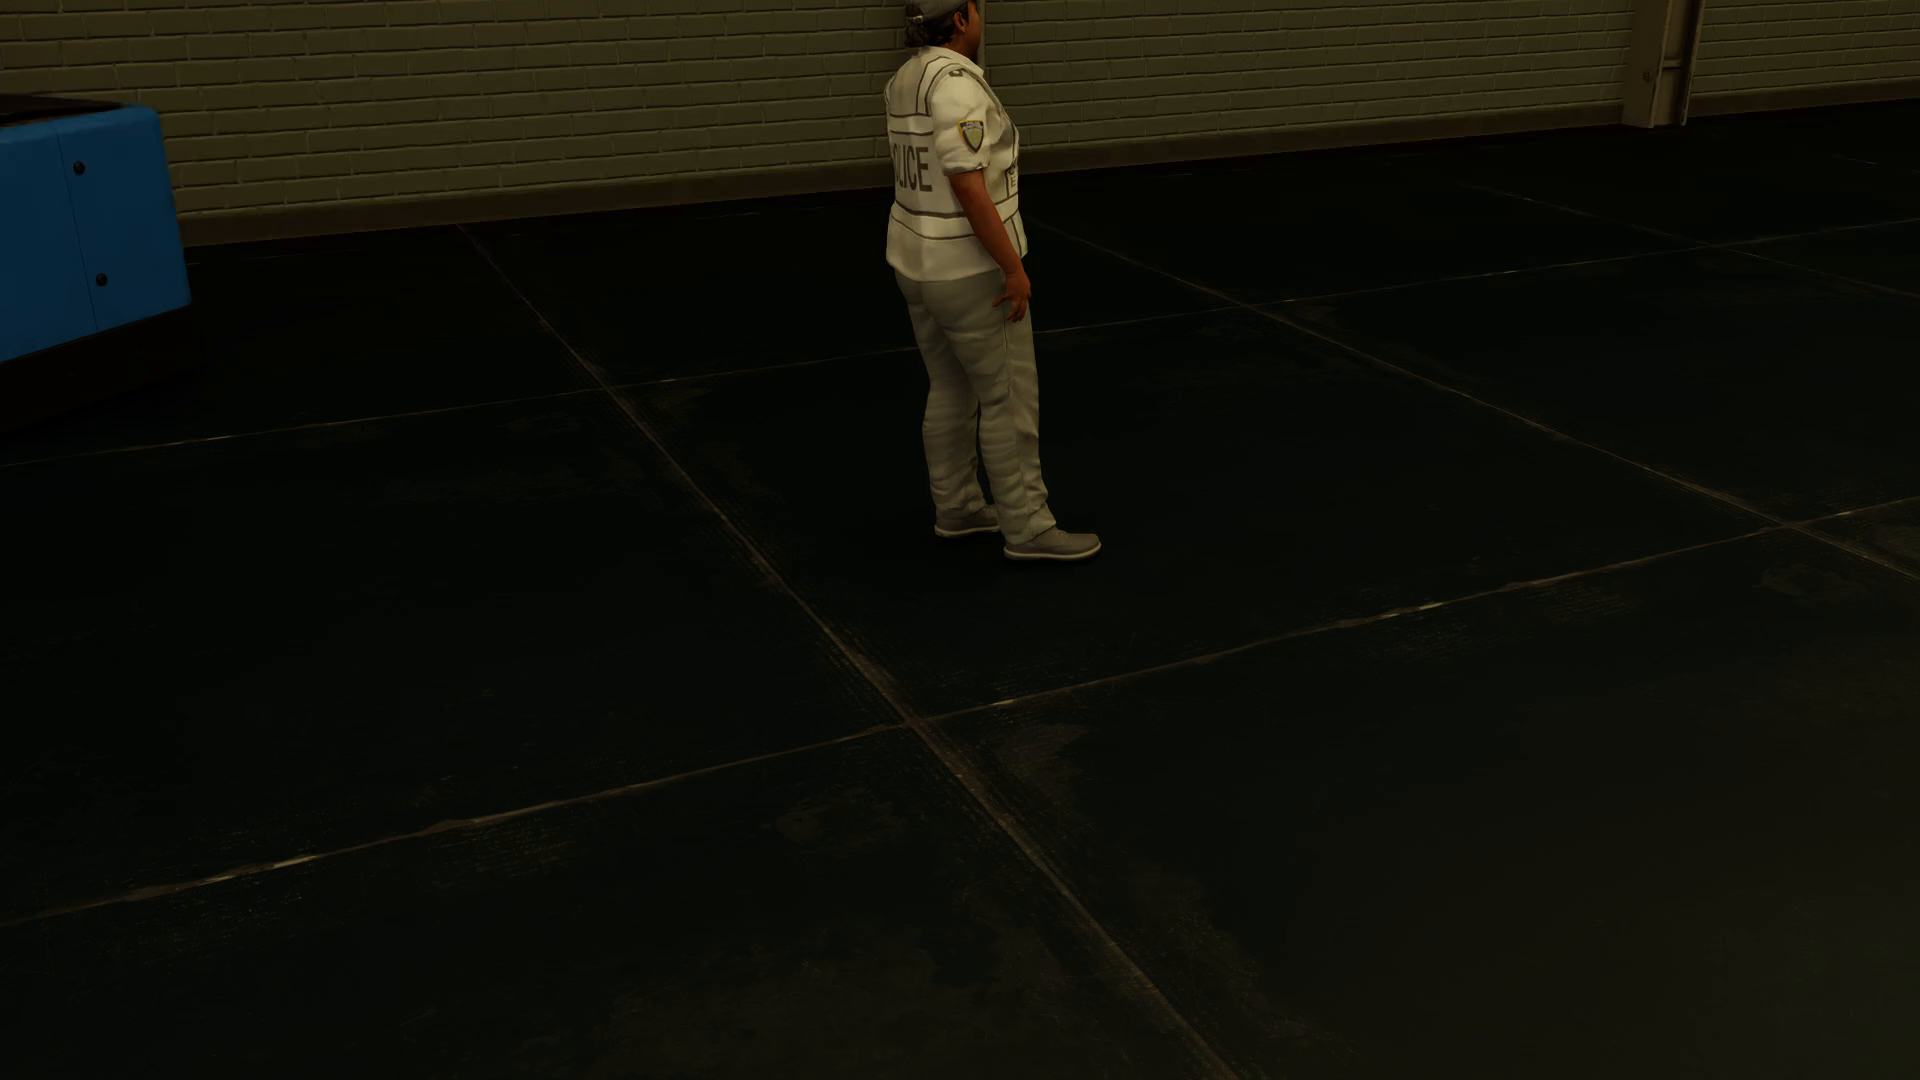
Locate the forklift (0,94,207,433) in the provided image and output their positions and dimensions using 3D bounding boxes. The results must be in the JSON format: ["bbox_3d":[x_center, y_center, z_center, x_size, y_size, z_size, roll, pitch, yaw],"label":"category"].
[{"bbox_3d":[-4.569,-2.045,6.208,3.031,2.935,1.130,9,24,20],"label":"forklift"}]

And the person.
[{"bbox_3d":[0.079,-0.782,4.795,0.529,1.670,0.598,-10,25,-23],"label":"person"}]
